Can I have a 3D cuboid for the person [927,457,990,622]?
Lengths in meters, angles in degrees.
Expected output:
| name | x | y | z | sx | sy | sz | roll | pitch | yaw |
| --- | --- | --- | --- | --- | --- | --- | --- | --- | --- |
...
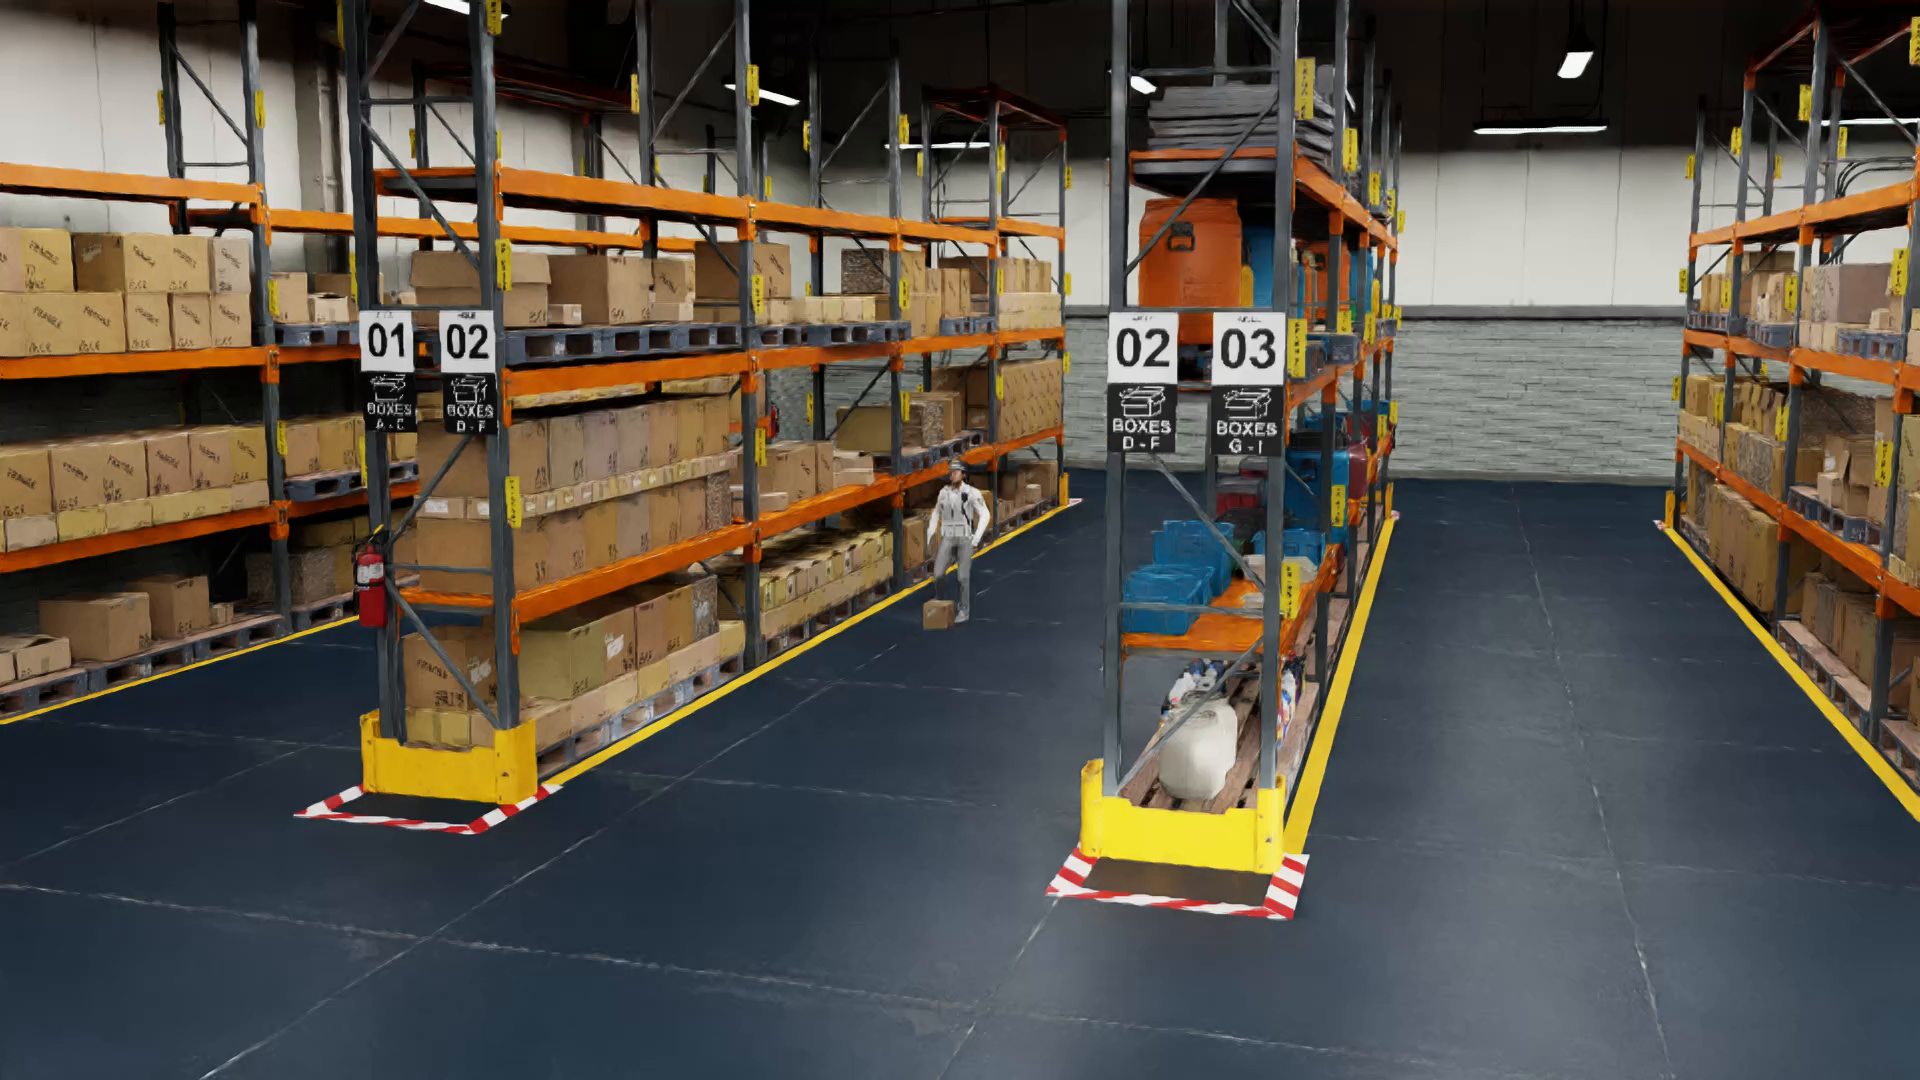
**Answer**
| name | x | y | z | sx | sy | sz | roll | pitch | yaw |
| --- | --- | --- | --- | --- | --- | --- | --- | --- | --- |
| person | -0.022 | -0.001 | 16.900 | 0.650 | 1.680 | 0.427 | 2 | 9 | 16 |
